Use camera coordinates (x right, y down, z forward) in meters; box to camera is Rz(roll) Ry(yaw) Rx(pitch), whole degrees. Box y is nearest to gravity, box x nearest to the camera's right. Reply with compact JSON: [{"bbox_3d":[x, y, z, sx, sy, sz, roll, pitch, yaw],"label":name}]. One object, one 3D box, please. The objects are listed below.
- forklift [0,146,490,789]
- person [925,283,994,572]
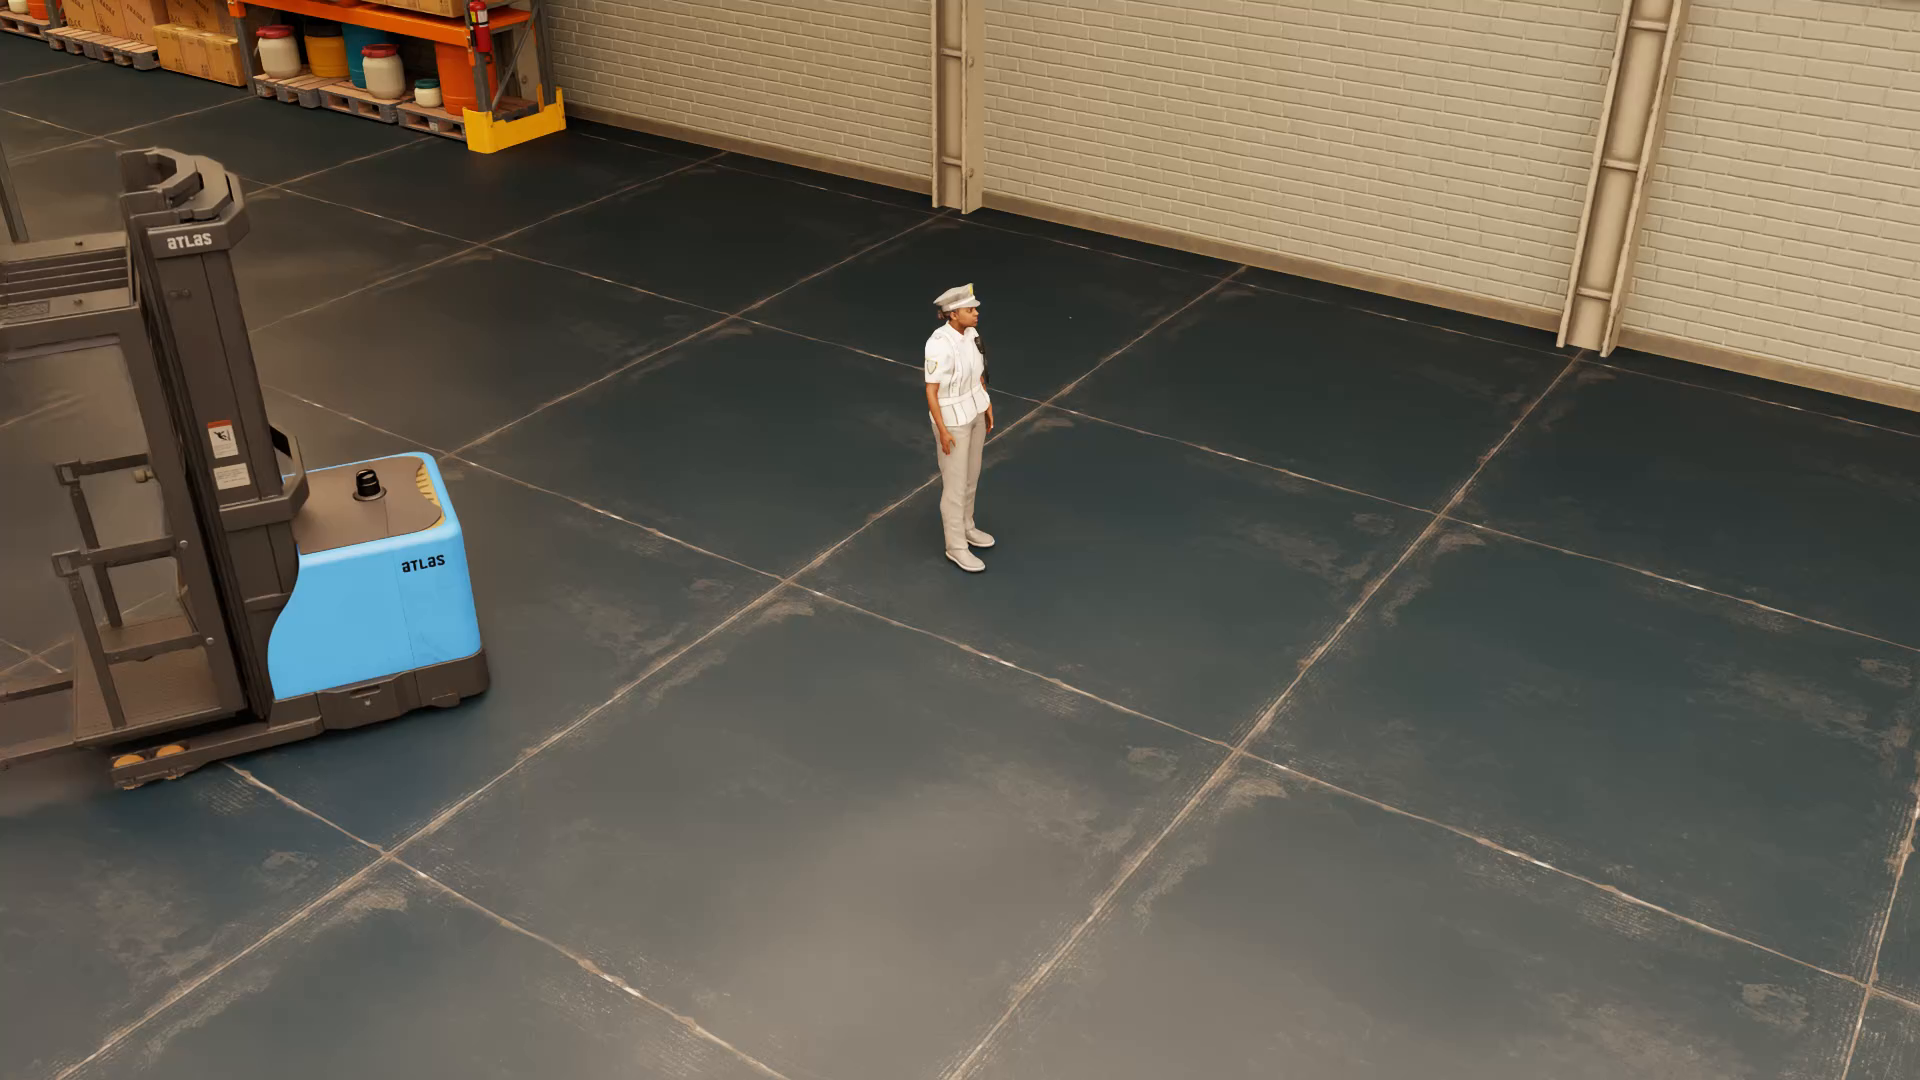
[{"bbox_3d":[-4.110,-0.322,8.135,3.031,2.935,1.130,-13,33,-21],"label":"forklift"},{"bbox_3d":[0.051,-0.710,10.020,0.530,1.695,0.569,19,35,29],"label":"person"}]
